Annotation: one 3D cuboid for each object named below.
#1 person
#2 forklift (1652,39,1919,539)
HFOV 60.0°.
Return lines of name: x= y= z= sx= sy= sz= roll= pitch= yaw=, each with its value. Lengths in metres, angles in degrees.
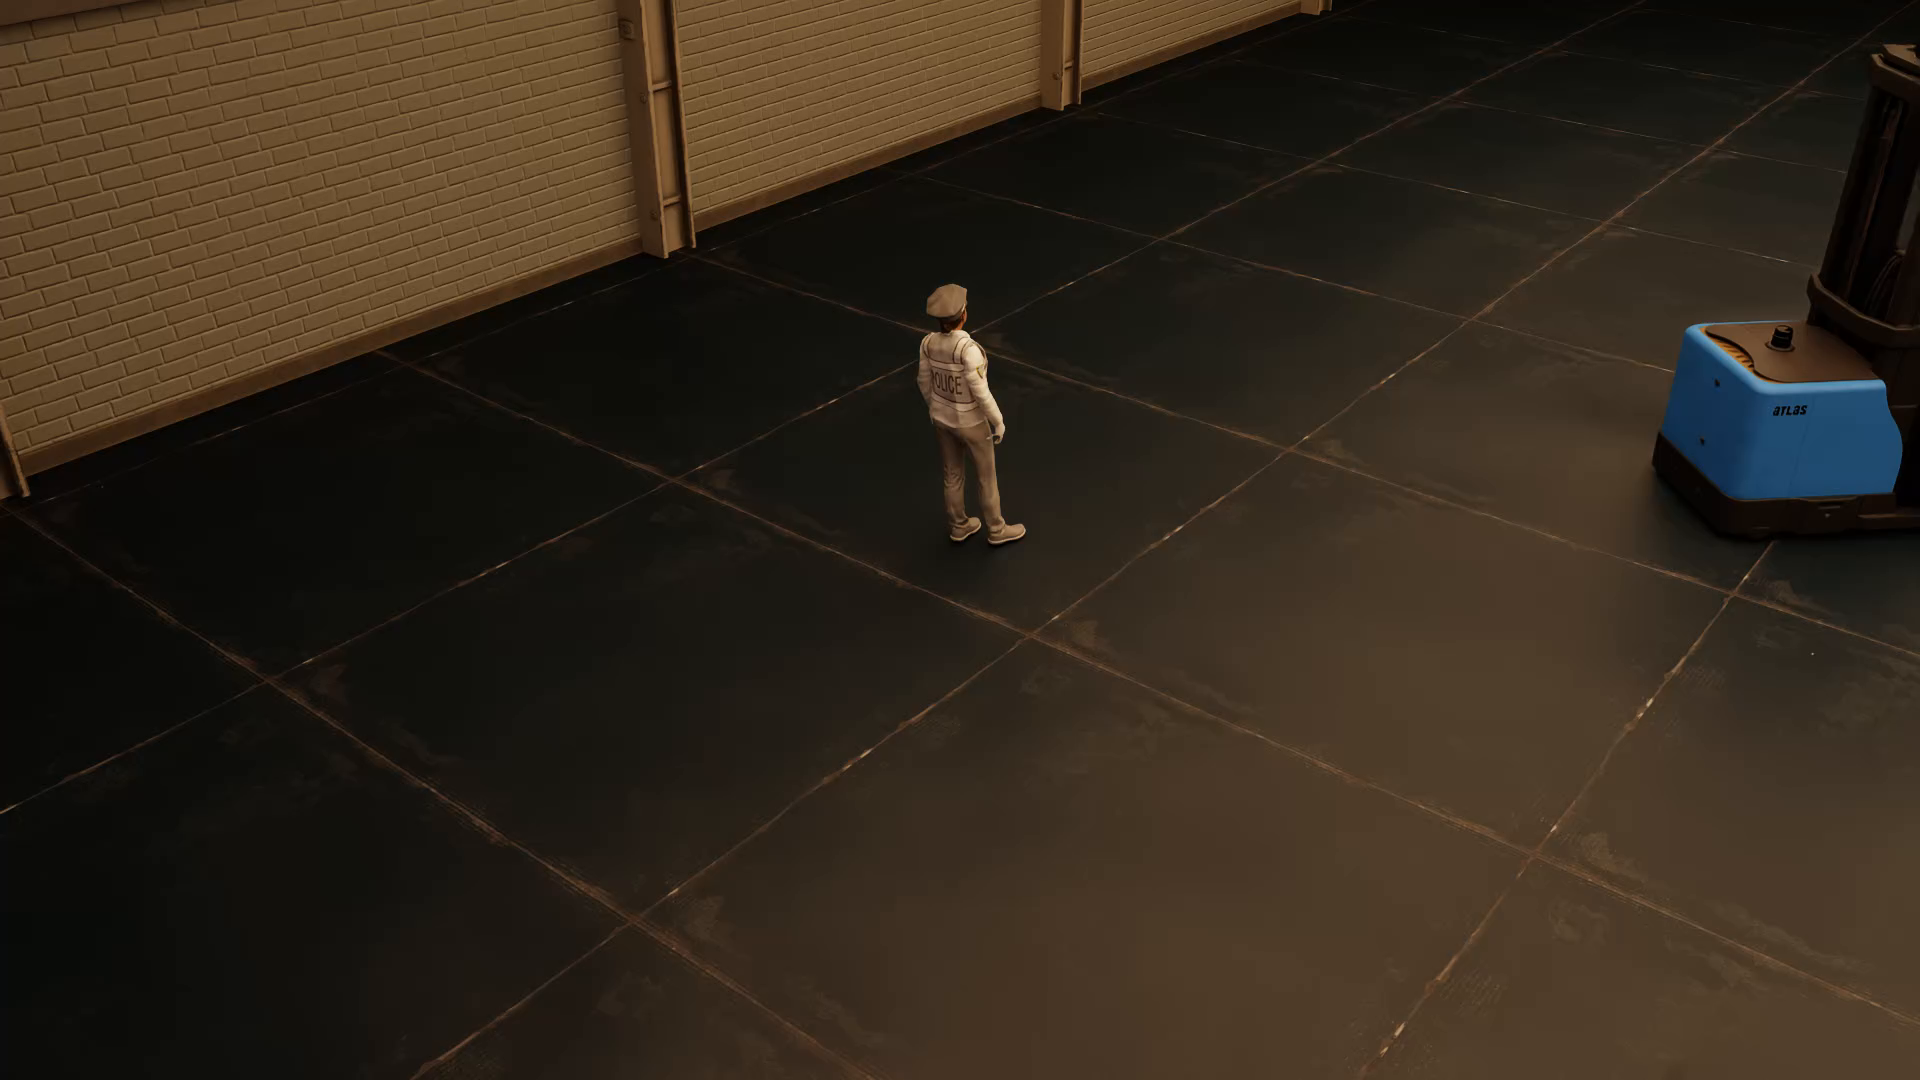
person: x=0.049 y=-0.763 z=10.112 sx=0.586 sy=1.694 sz=0.530 roll=22 pitch=37 yaw=33
forklift: x=6.224 y=-1.573 z=10.286 sx=3.031 sy=2.935 sz=1.130 roll=-3 pitch=30 yaw=-5
